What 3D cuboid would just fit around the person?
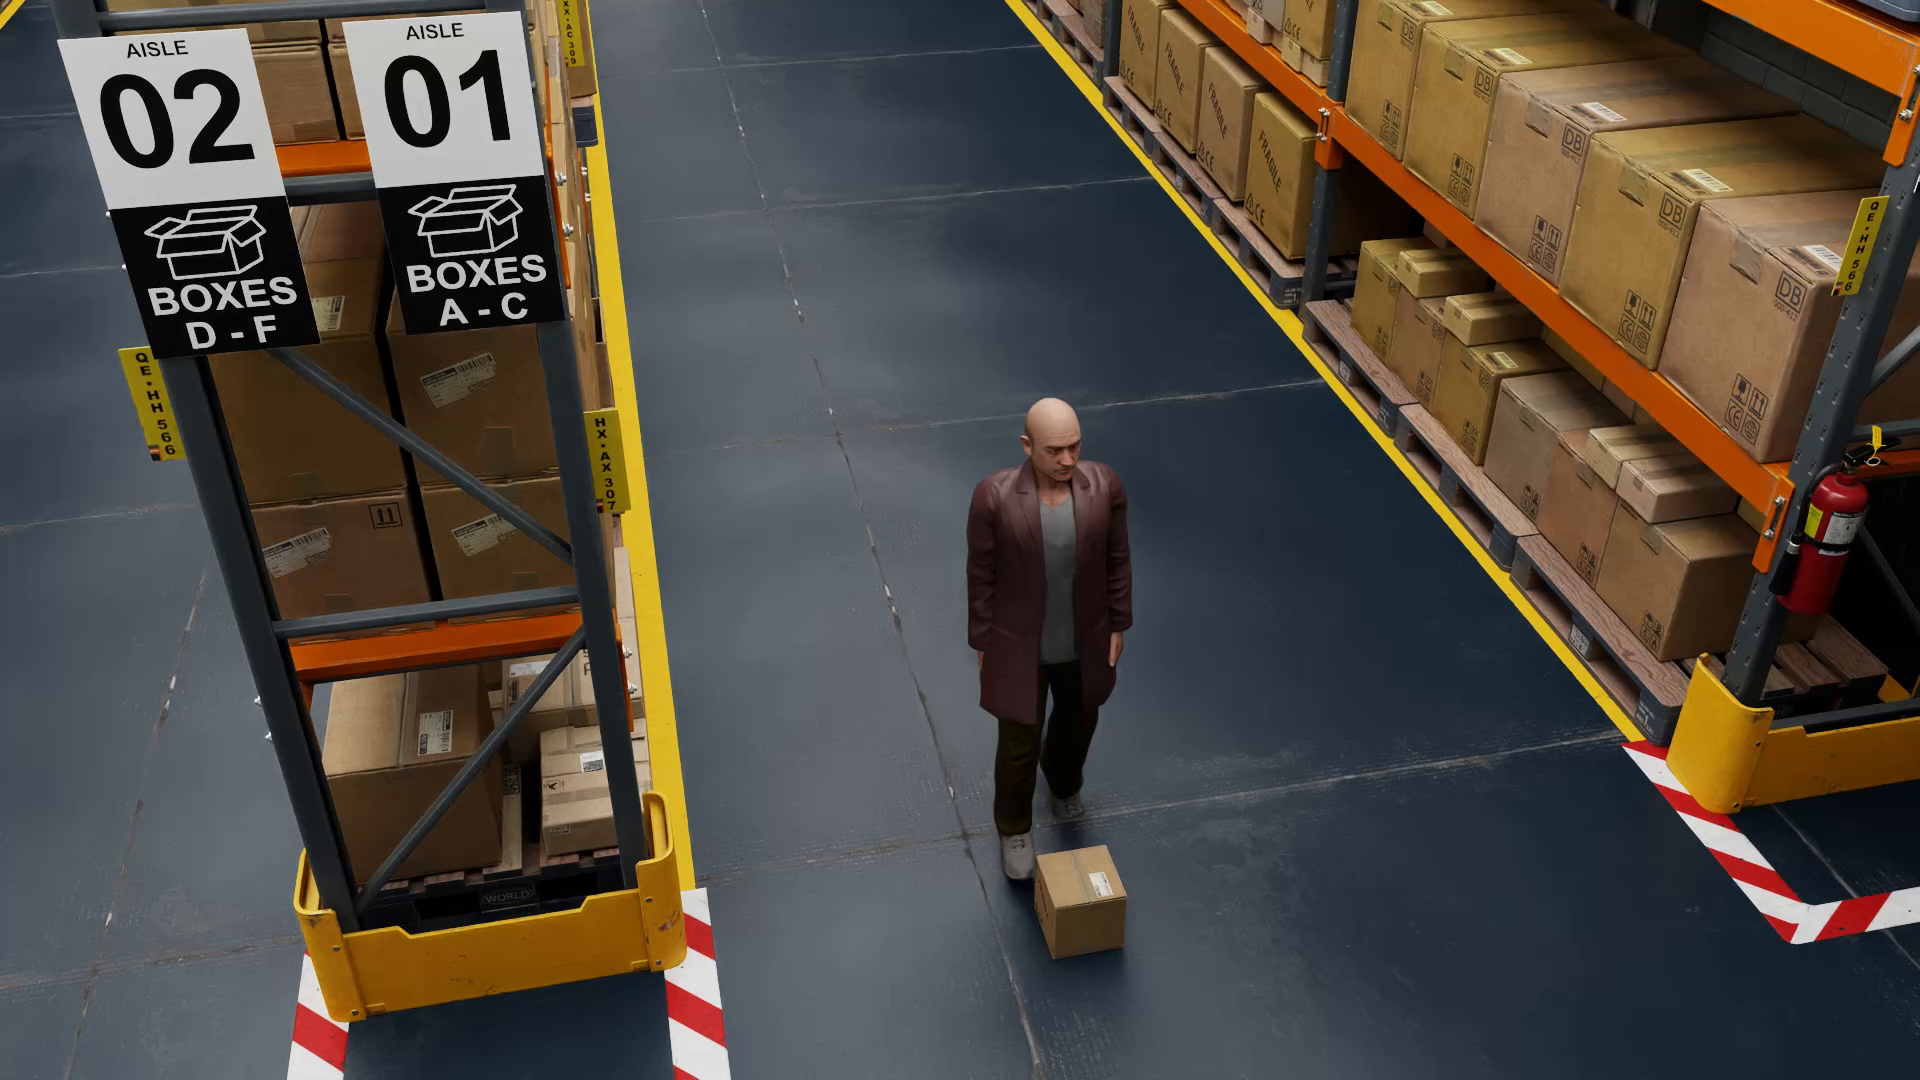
[{"bbox_3d":[0.311,0.366,5.699,0.574,1.864,0.602,-6,34,-10],"label":"person"}]
